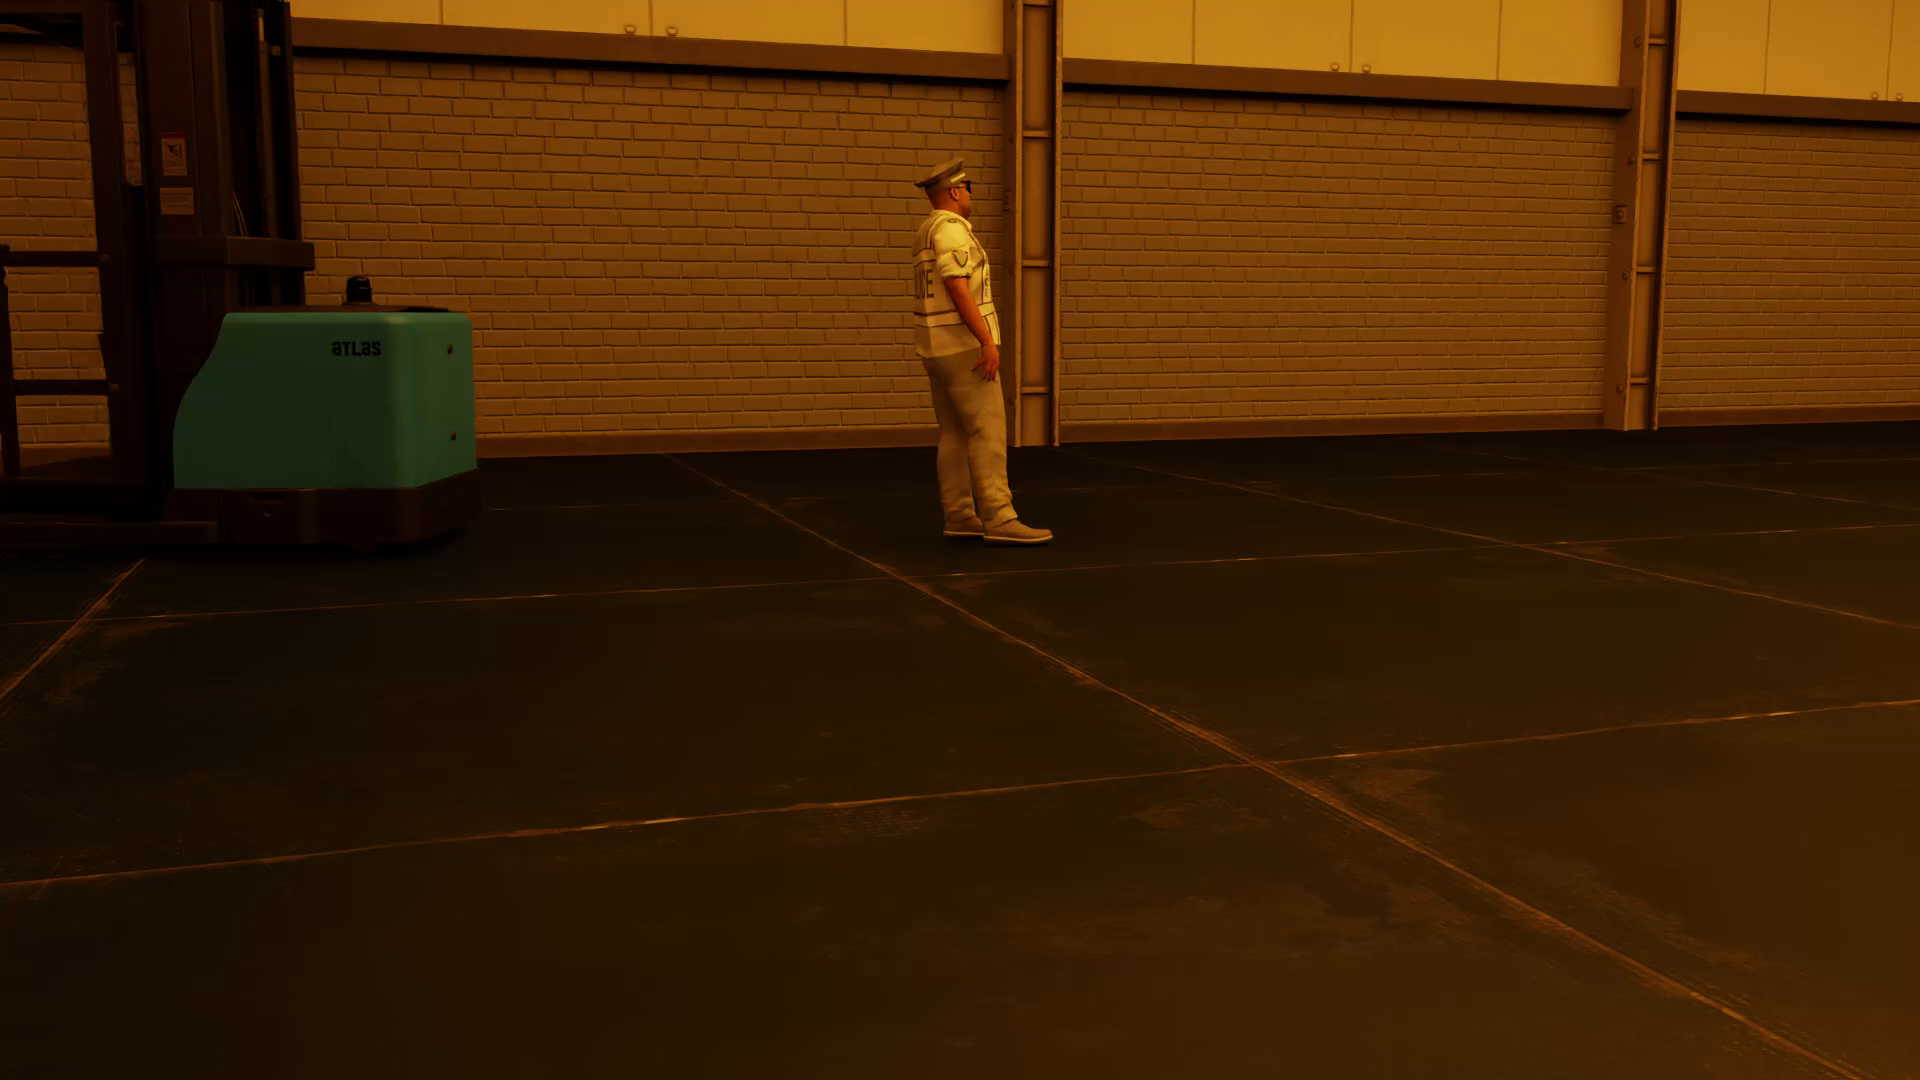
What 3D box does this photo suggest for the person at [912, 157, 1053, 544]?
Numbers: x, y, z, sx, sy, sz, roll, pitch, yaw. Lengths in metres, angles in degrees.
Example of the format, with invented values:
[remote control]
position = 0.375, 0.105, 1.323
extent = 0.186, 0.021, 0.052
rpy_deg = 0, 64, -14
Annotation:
[person]
position = 0.078, -0.893, 7.817
extent = 0.574, 1.781, 0.641
rpy_deg = -3, 8, -18

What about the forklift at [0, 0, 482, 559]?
[forklift]
position = -3.887, -1.440, 7.633
extent = 3.031, 2.935, 1.130
rpy_deg = 0, 8, 1
